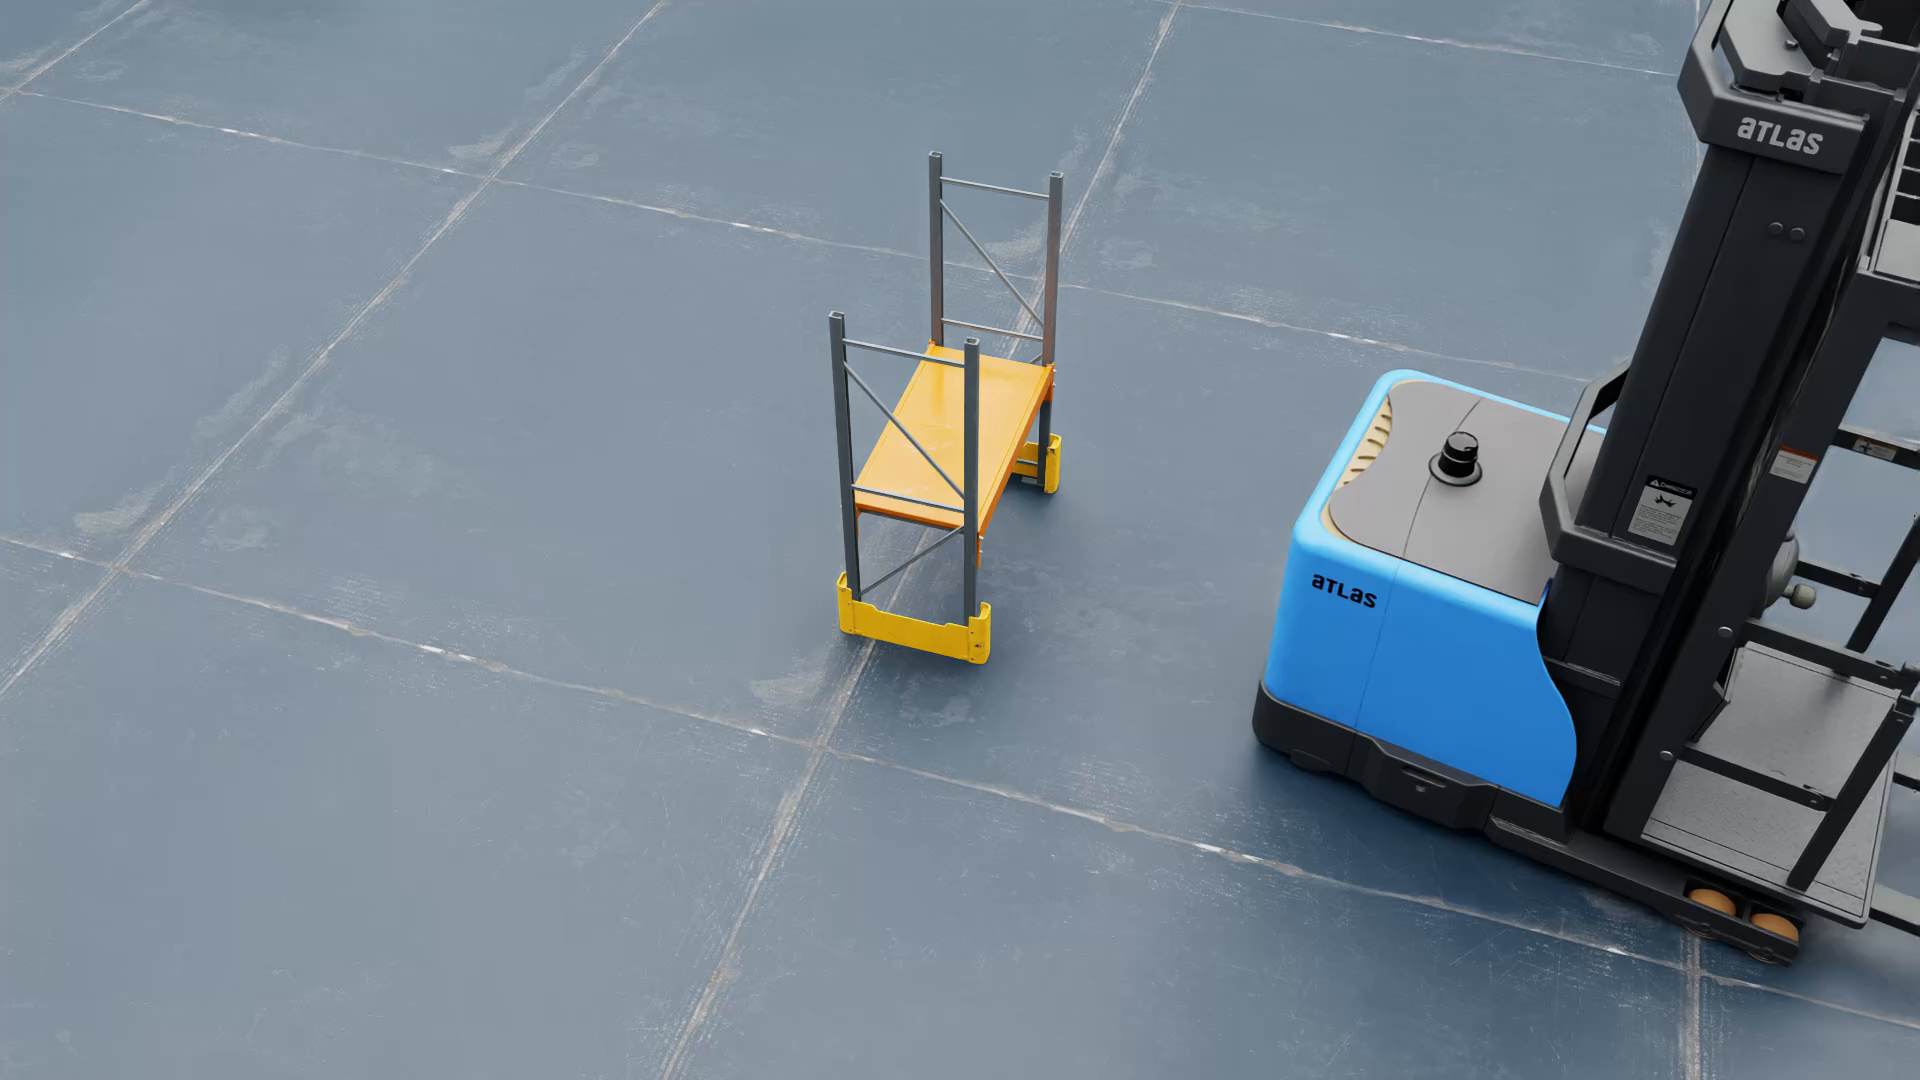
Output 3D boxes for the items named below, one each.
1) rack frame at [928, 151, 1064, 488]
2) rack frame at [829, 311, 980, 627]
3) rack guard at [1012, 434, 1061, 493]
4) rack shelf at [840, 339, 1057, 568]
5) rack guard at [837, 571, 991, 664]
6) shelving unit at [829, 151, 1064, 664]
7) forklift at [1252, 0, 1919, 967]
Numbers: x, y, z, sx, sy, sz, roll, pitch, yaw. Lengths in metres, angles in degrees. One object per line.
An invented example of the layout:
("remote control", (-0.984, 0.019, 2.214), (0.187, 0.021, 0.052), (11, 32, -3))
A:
("rack frame", (0.128, -0.818, 6.514), (0.500, 1.500, 0.032), (13, 46, 13))
("rack frame", (-0.180, -0.140, 5.821), (0.500, 1.500, 0.032), (13, 46, 13))
("rack guard", (0.128, -0.370, 6.950), (0.587, 0.250, 0.087), (13, 46, 13))
("rack shelf", (-0.026, -0.351, 6.293), (0.538, 0.185, 1.000), (13, 46, 13))
("rack guard", (-0.174, 0.293, 6.271), (0.587, 0.250, 0.087), (13, 46, 13))
("shelving unit", (-0.023, -0.485, 6.174), (0.587, 1.500, 1.083), (13, 46, 13))
("forklift", (2.591, -0.115, 4.772), (3.031, 2.935, 1.130), (21, 48, 20))
